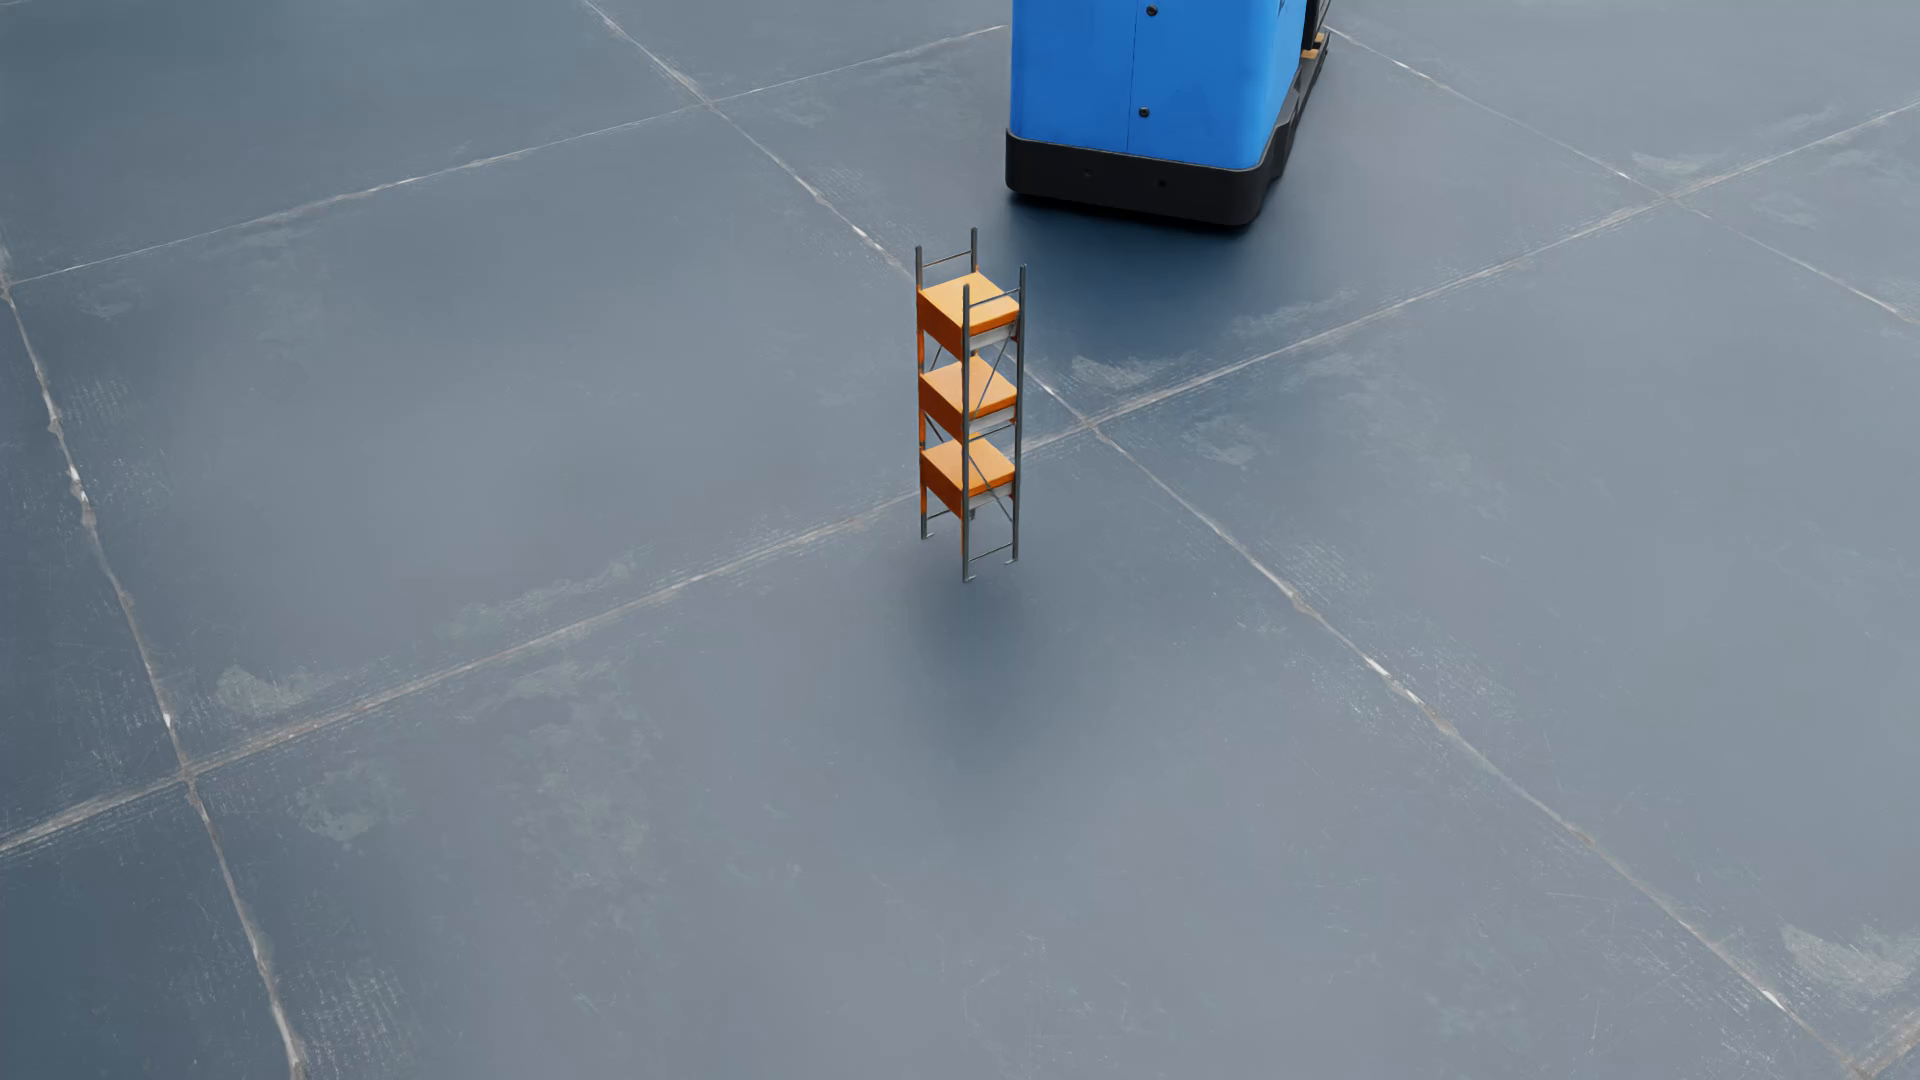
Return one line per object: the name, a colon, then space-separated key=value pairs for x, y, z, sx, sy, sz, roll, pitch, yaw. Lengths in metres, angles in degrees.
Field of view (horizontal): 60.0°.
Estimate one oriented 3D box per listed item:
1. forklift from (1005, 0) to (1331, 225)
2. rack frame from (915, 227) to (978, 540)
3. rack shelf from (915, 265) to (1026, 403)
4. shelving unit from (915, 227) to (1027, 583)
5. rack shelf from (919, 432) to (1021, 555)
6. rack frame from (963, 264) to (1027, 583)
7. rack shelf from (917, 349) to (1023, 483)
forklift: x=1.131 y=-3.335 z=6.962 sx=1.130 sy=2.935 sz=3.031 roll=12 pitch=41 yaw=14
rack frame: x=-0.037 y=-0.440 z=4.958 sx=0.200 sy=1.050 sz=0.008 roll=-22 pitch=45 yaw=-24
rack shelf: x=0.029 y=-0.584 z=4.704 sx=0.215 sy=0.259 sz=0.240 roll=-22 pitch=45 yaw=-24
shelving unit: x=0.029 y=-0.374 z=4.879 sx=0.215 sy=1.050 sz=0.252 roll=-22 pitch=45 yaw=-24
rack shelf: x=0.029 y=-0.153 z=5.064 sx=0.215 sy=0.259 sz=0.240 roll=-22 pitch=45 yaw=-24
rack frame: x=0.094 y=-0.309 z=4.800 sx=0.200 sy=1.050 sz=0.008 roll=-22 pitch=45 yaw=-24
rack shelf: x=0.029 y=-0.366 z=4.886 sx=0.215 sy=0.259 sz=0.240 roll=-22 pitch=45 yaw=-24
